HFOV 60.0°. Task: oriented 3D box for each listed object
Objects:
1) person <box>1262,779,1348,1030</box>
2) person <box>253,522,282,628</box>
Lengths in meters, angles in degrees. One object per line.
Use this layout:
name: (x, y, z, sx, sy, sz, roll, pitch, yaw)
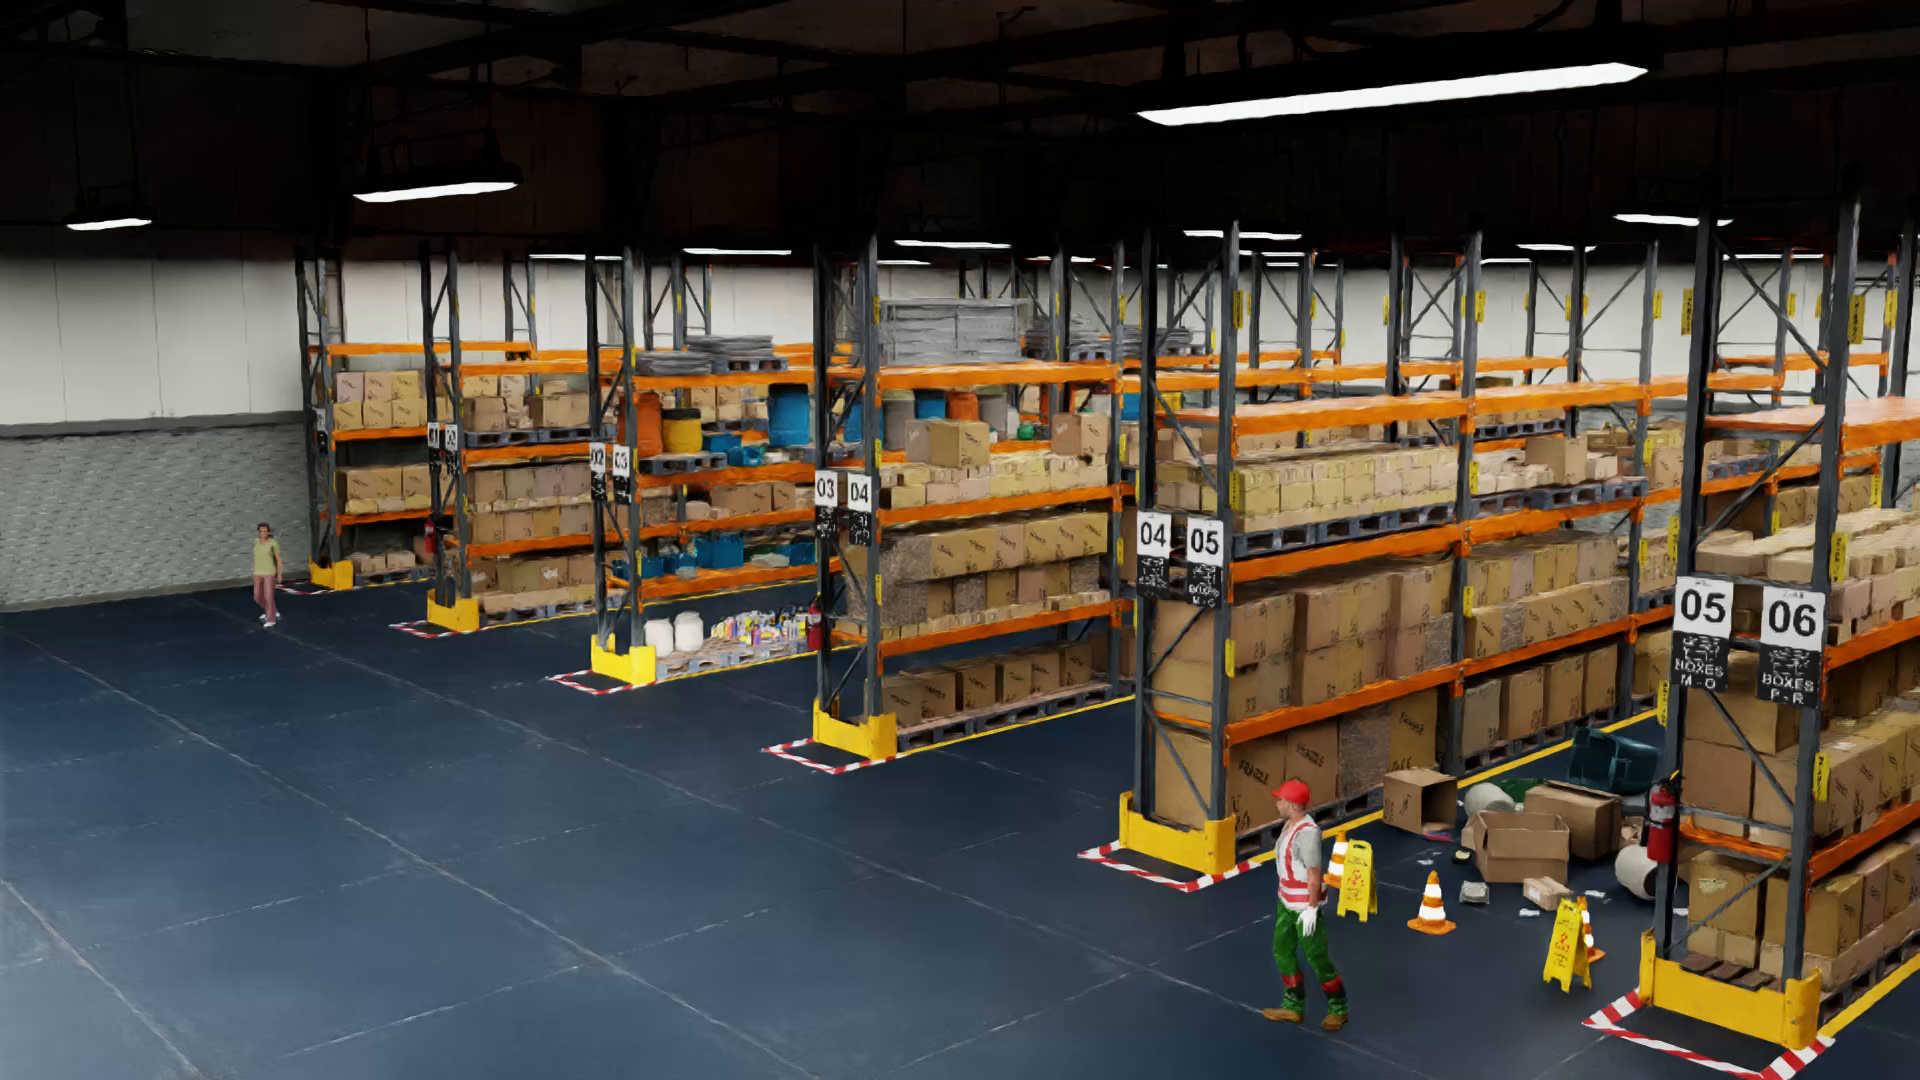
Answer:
person: (2.477, 2.578, 11.816, 0.574, 1.775, 0.575, -1, 8, -6)
person: (-10.872, 0.524, 26.147, 0.513, 1.659, 0.530, 2, 9, 12)
